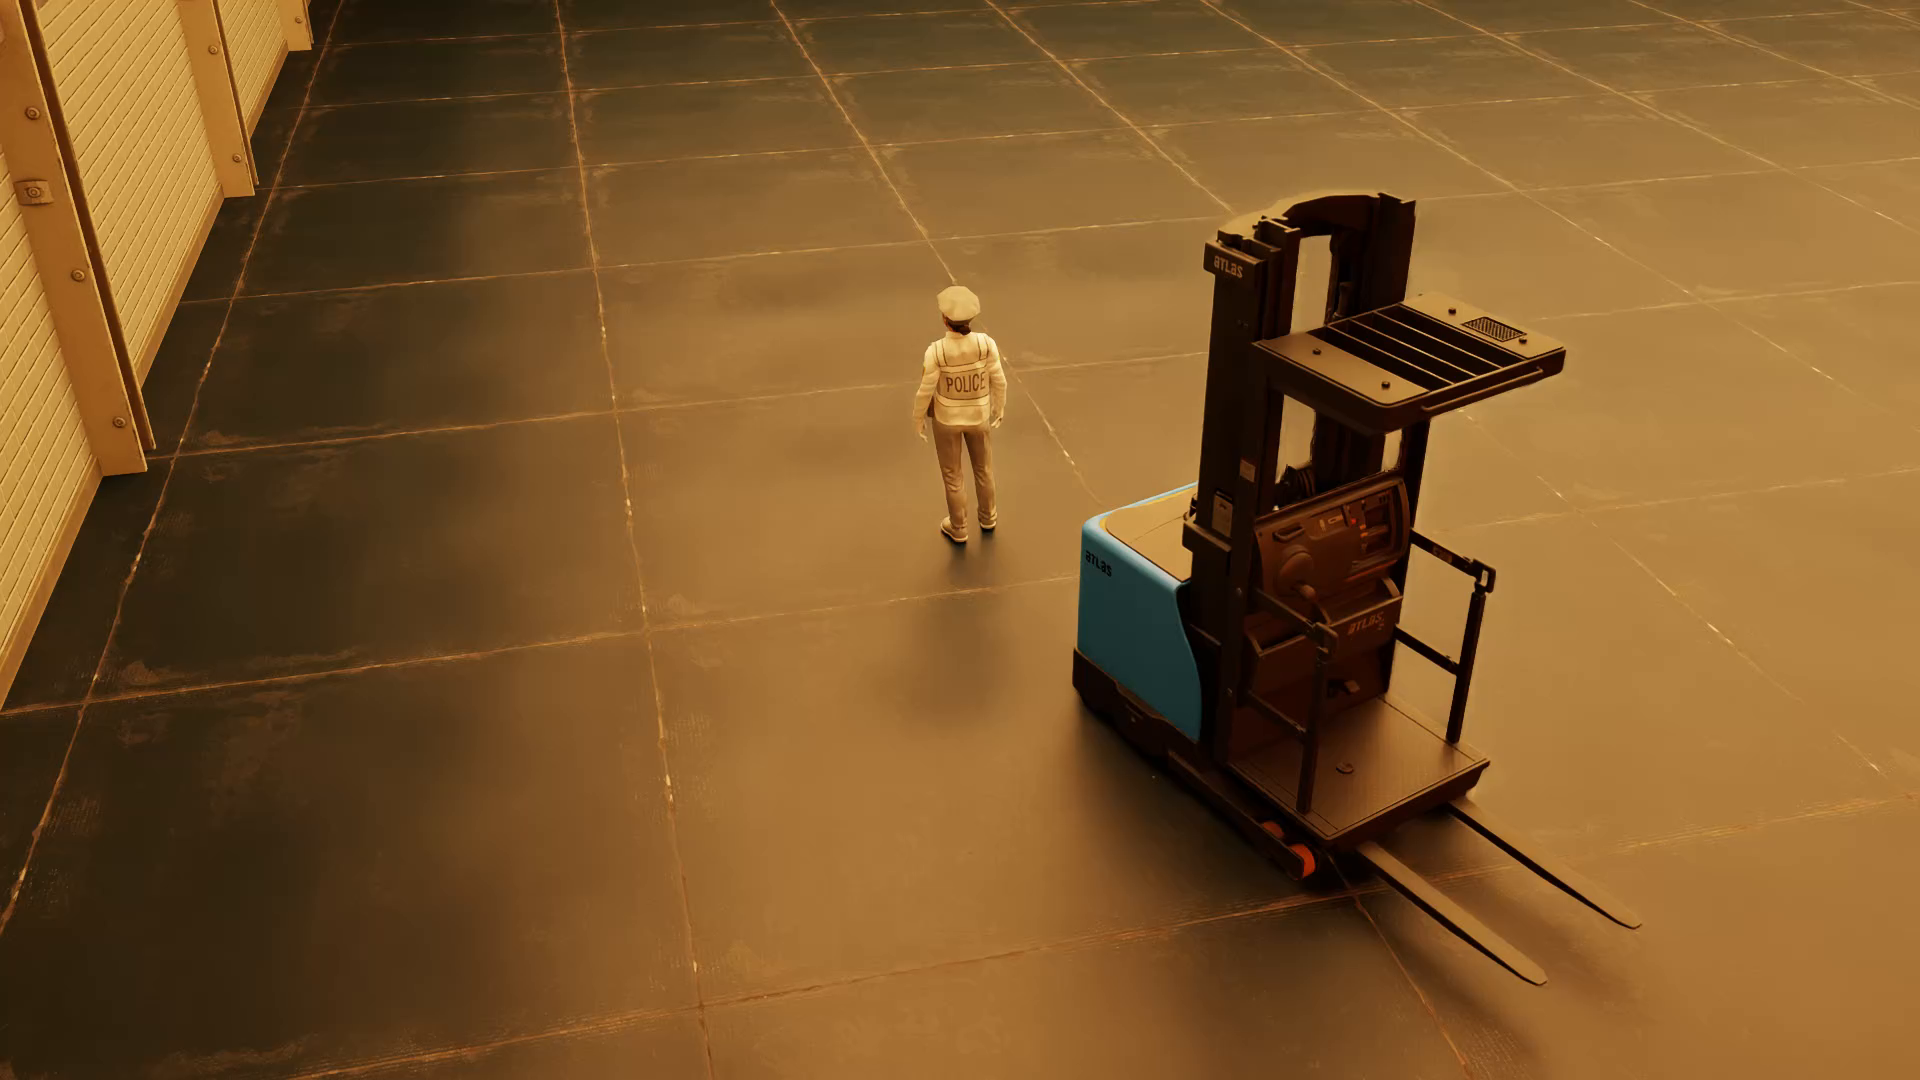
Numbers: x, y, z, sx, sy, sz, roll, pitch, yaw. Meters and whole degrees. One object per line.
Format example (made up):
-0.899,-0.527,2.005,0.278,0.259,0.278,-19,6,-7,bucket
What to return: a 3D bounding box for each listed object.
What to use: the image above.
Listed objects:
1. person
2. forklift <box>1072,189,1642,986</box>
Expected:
-0.009,-0.773,10.129,0.588,1.696,0.533,-7,31,-12,person
1.839,0.042,7.502,1.130,2.935,3.031,-18,35,-28,forklift
